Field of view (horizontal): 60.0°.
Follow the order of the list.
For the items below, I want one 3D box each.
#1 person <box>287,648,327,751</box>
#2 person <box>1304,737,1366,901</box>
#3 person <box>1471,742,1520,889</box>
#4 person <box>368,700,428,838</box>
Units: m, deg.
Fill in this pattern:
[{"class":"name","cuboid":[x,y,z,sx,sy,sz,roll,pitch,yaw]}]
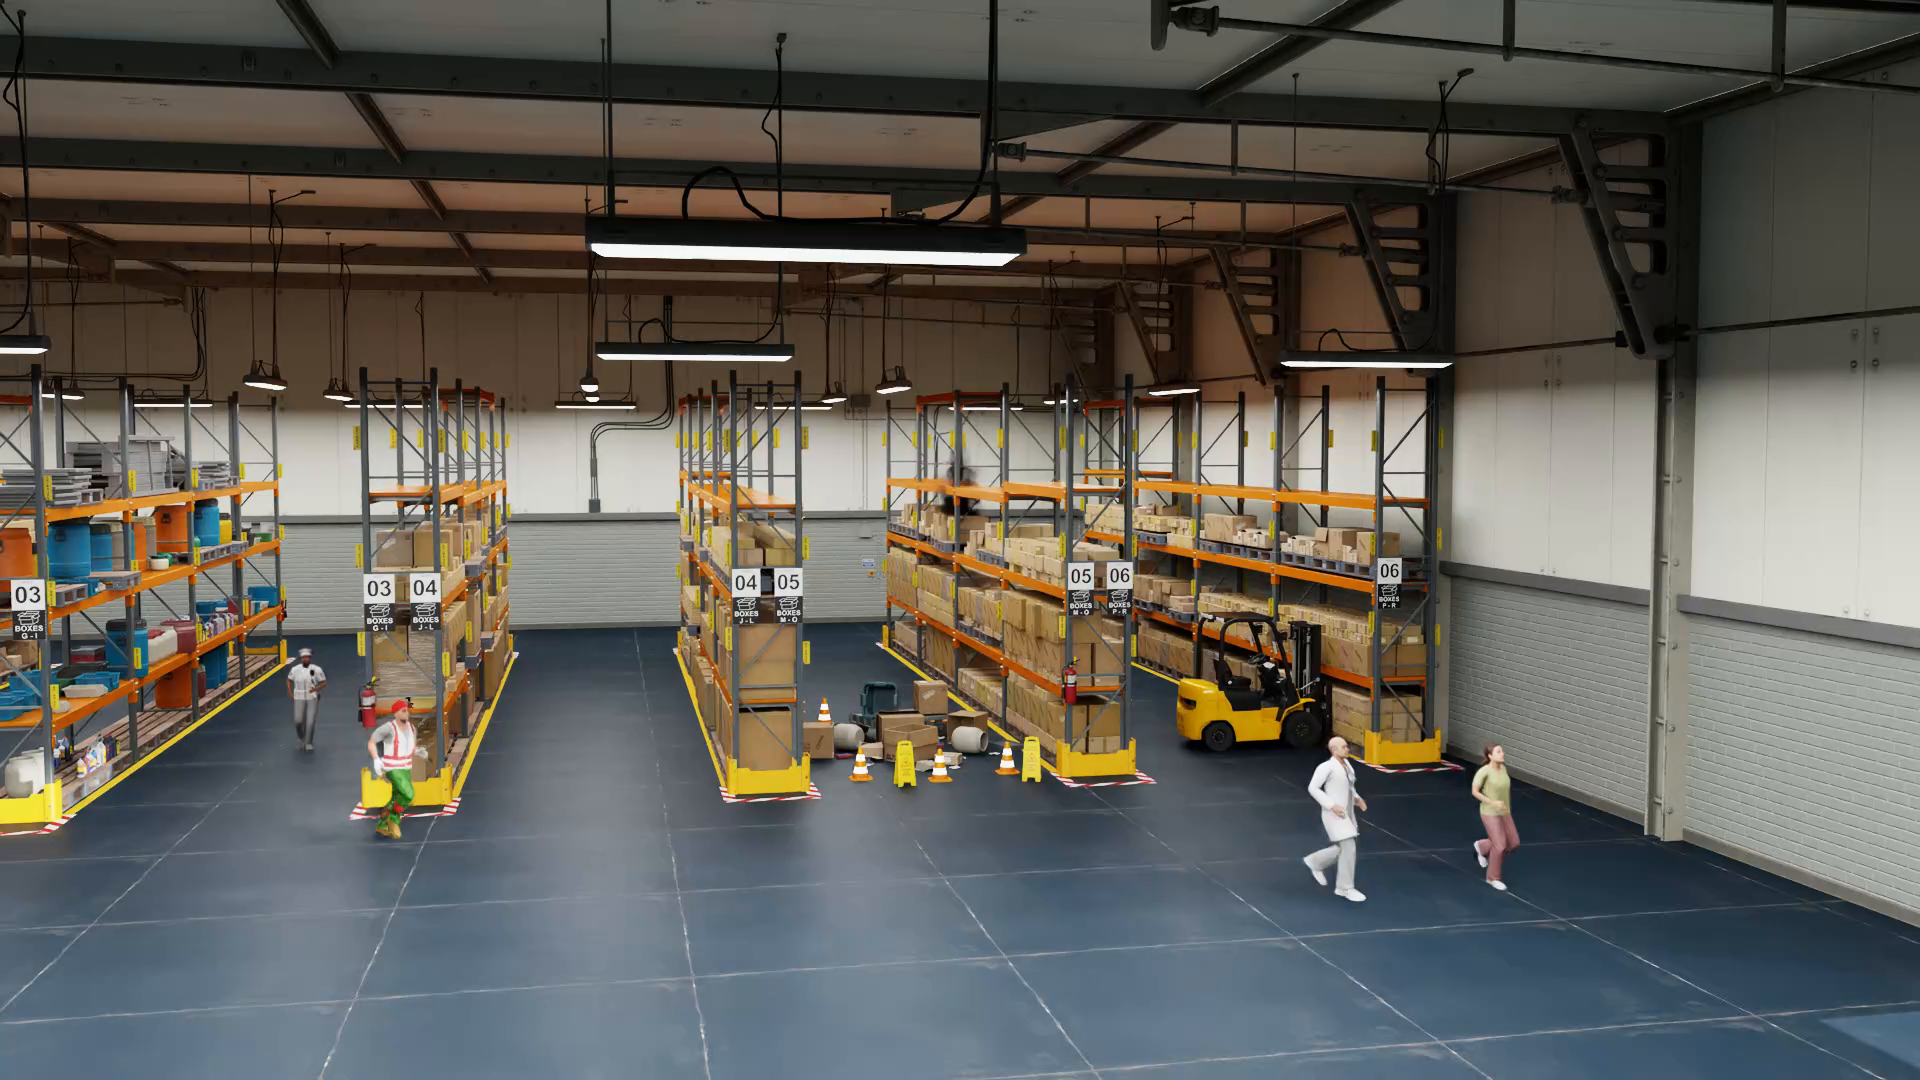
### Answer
[{"class":"person","cuboid":[-10.491,2.566,26.697,0.628,1.670,0.536,-1,4,-15]},{"class":"person","cuboid":[4.107,3.038,18.282,0.794,1.762,0.720,3,4,40]},{"class":"person","cuboid":[5.995,3.081,18.730,0.610,1.633,0.578,-2,4,-32]},{"class":"person","cuboid":[-7.058,2.875,20.945,0.778,1.731,0.574,1,4,23]}]
